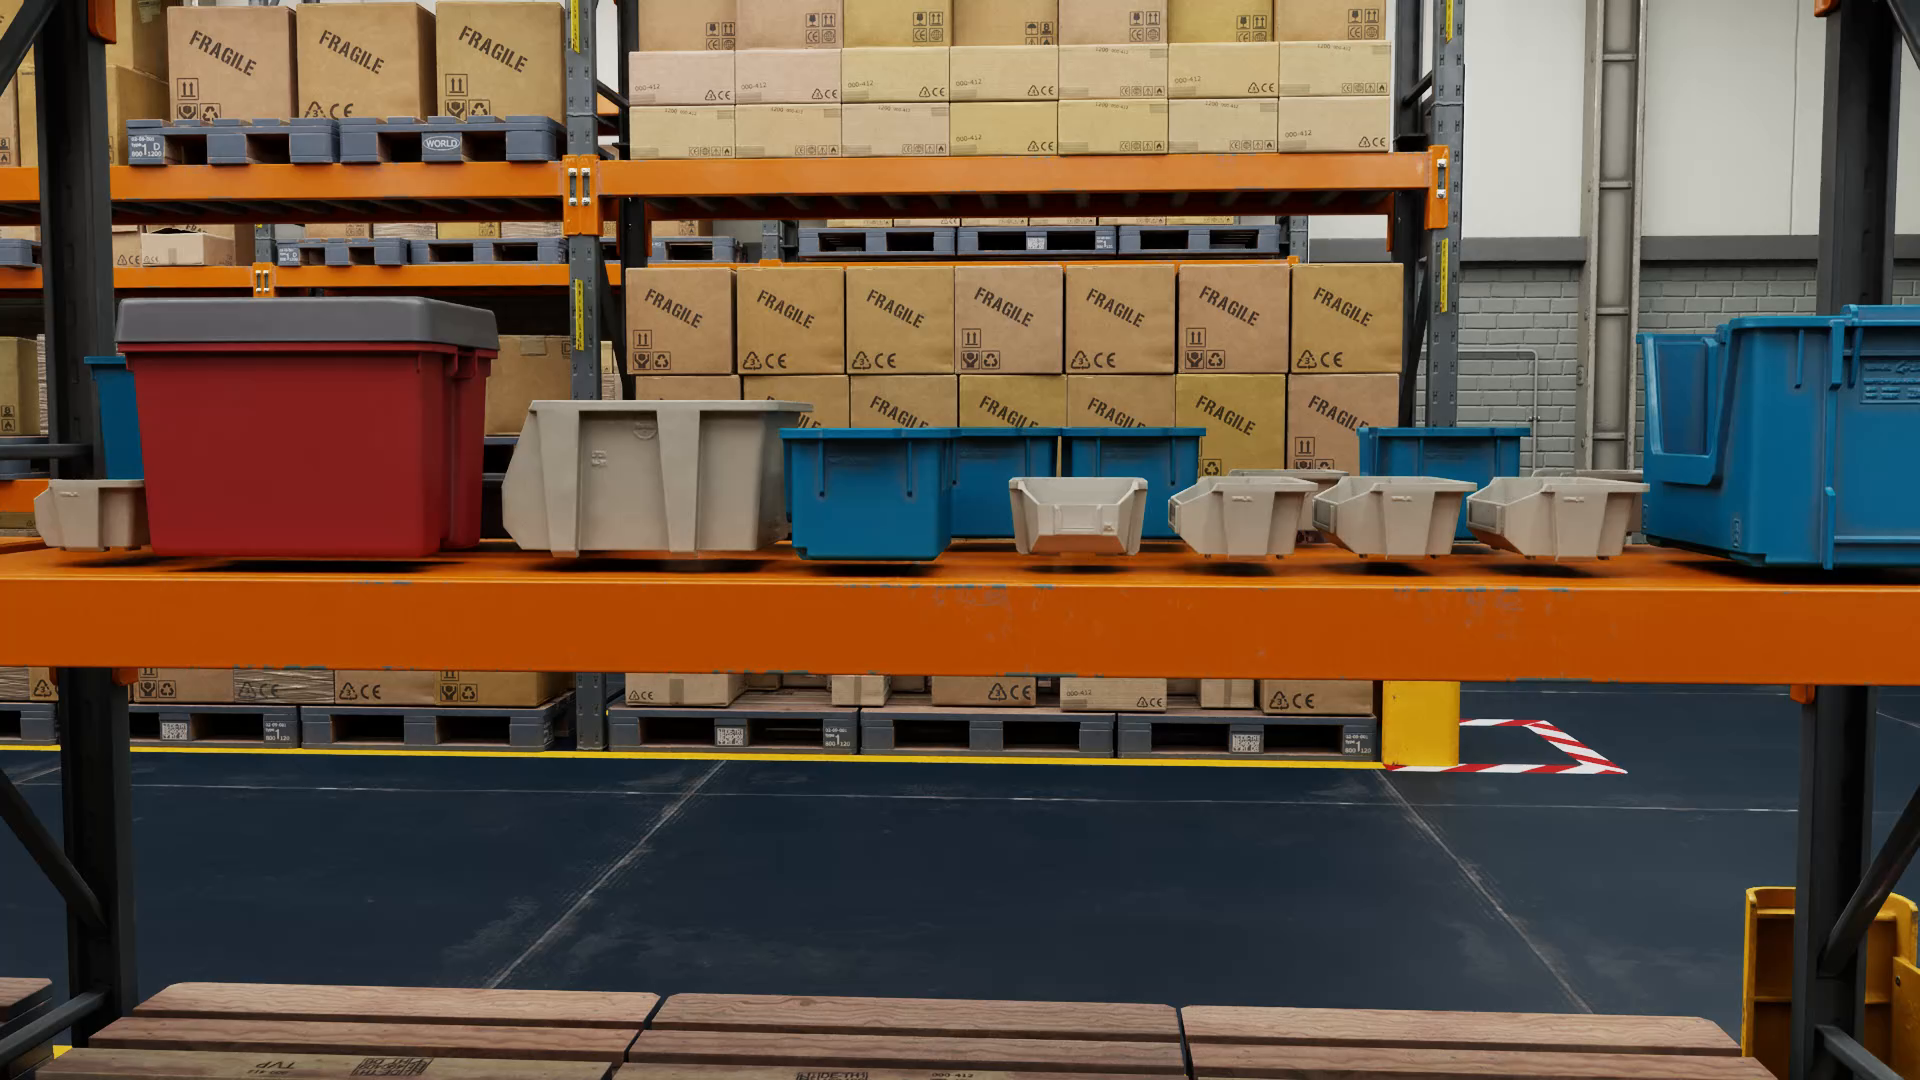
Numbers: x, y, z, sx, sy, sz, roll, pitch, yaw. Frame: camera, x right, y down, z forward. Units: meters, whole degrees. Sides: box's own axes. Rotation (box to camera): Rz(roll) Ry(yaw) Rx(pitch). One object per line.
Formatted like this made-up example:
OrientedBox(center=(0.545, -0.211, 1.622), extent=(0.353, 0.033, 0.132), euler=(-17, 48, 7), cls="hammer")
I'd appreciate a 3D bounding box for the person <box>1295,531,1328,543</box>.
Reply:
OrientedBox(center=(2.194, -0.108, 11.155), extent=(0.669, 1.749, 0.587), euler=(-2, 5, -29), cls="person")
